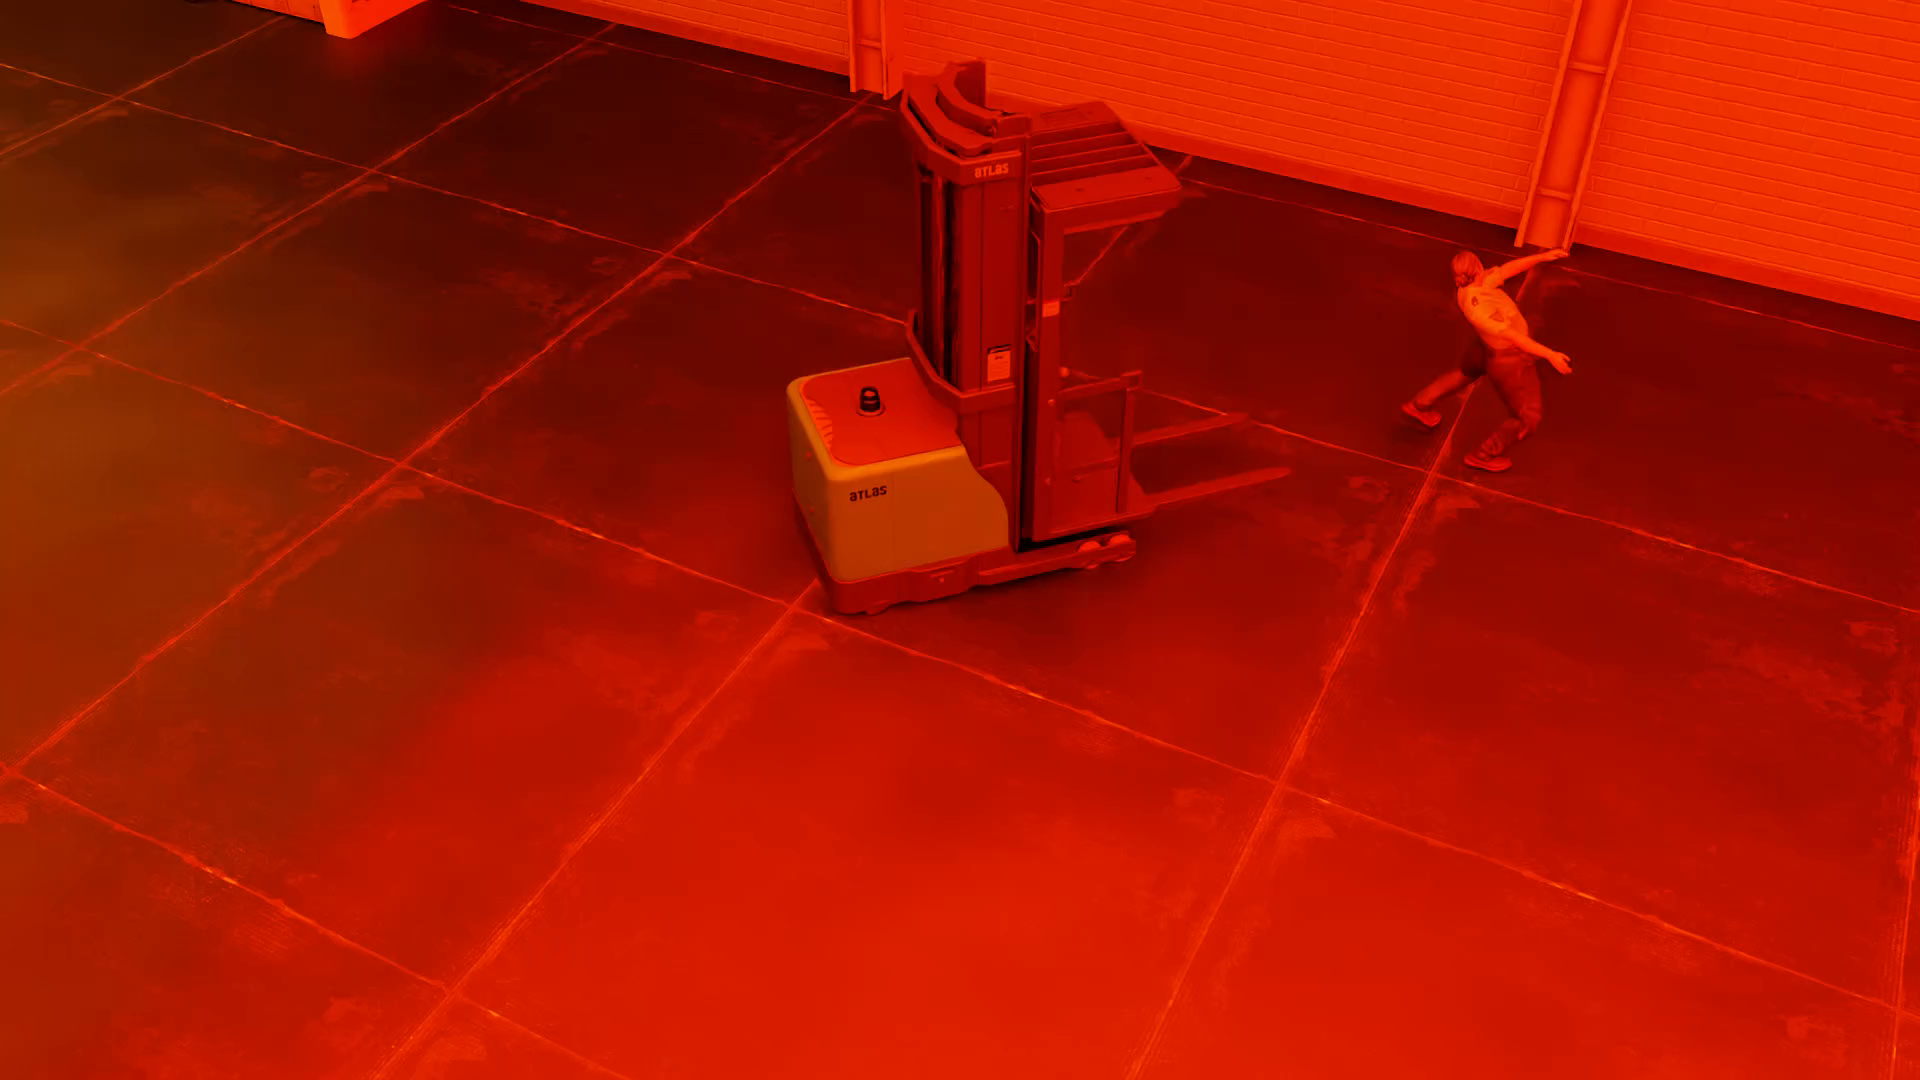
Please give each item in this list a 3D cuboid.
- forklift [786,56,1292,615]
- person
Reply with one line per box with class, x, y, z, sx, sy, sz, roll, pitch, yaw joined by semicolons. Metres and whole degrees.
forklift;0.543;-1.257;9.479;3.031;2.935;1.130;-13;42;-15
person;3.403;-1.078;10.427;0.714;1.419;1.004;-11;41;-13
